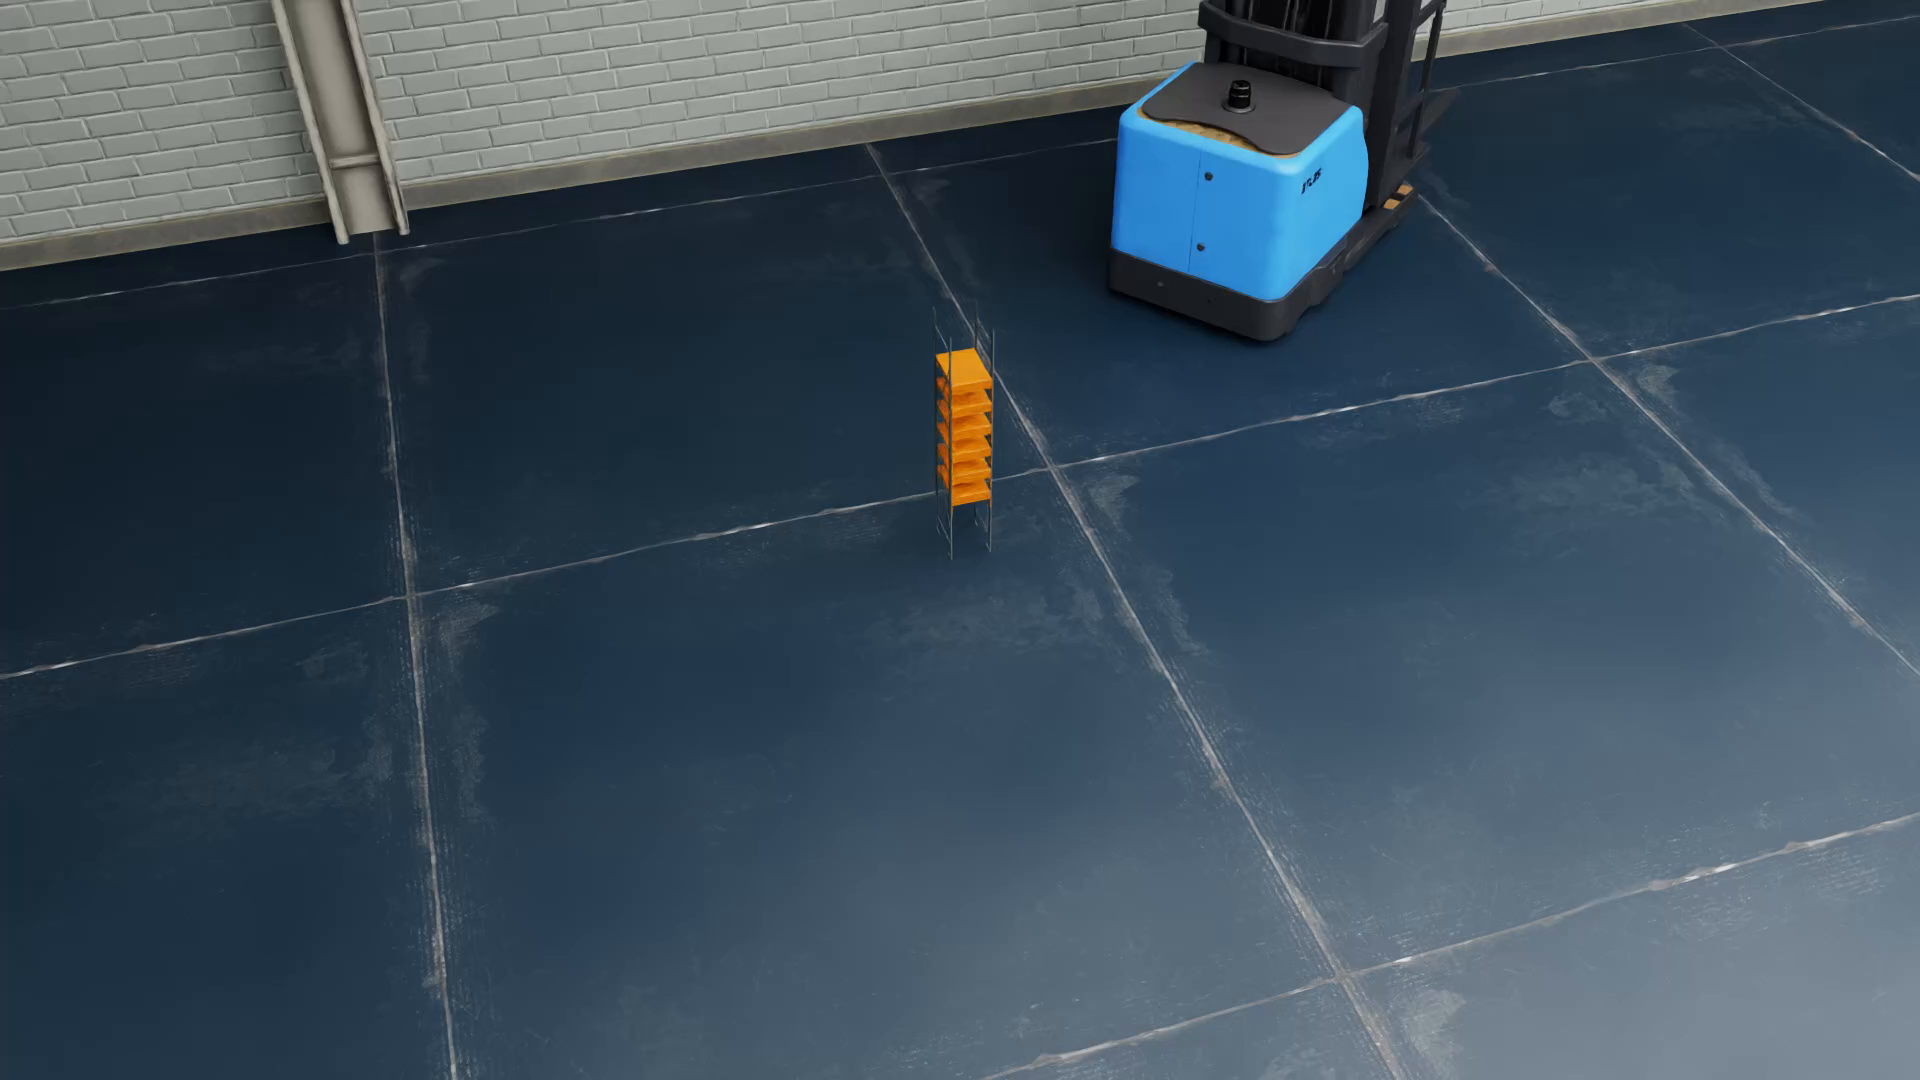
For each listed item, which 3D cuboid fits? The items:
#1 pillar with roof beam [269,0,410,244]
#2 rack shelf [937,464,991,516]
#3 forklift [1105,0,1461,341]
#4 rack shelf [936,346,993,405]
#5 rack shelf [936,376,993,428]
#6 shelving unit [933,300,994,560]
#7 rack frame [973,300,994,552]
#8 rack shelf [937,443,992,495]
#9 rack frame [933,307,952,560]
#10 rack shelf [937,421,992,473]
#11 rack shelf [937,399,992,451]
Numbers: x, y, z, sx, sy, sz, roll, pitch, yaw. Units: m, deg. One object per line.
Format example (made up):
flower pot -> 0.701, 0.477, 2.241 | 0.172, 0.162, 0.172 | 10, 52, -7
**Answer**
pillar with roof beam -> -2.130, -2.518, 3.643 | 0.400, 9.000, 9.100 | -12, 42, -13
rack shelf -> 0.014, -0.241, 7.395 | 0.180, 0.103, 0.258 | -12, 42, -13
forklift -> 2.040, -3.080, 8.897 | 1.130, 2.935, 3.031 | 24, 47, 25
rack shelf -> 0.014, -0.692, 7.000 | 0.180, 0.103, 0.258 | -12, 42, -13
rack shelf -> 0.014, -0.602, 7.079 | 0.180, 0.103, 0.258 | -12, 42, -13
shelving unit -> 0.014, -0.455, 7.208 | 0.189, 1.200, 0.258 | -12, 42, -13
rack frame -> 0.101, -0.473, 7.229 | 0.006, 1.200, 0.240 | -12, 42, -13
rack shelf -> 0.014, -0.331, 7.316 | 0.180, 0.103, 0.258 | -12, 42, -13
rack frame -> -0.073, -0.437, 7.187 | 0.006, 1.200, 0.240 | -12, 42, -13
rack shelf -> 0.014, -0.421, 7.237 | 0.180, 0.103, 0.258 | -12, 42, -13
rack shelf -> 0.014, -0.512, 7.158 | 0.180, 0.103, 0.258 | -12, 42, -13
